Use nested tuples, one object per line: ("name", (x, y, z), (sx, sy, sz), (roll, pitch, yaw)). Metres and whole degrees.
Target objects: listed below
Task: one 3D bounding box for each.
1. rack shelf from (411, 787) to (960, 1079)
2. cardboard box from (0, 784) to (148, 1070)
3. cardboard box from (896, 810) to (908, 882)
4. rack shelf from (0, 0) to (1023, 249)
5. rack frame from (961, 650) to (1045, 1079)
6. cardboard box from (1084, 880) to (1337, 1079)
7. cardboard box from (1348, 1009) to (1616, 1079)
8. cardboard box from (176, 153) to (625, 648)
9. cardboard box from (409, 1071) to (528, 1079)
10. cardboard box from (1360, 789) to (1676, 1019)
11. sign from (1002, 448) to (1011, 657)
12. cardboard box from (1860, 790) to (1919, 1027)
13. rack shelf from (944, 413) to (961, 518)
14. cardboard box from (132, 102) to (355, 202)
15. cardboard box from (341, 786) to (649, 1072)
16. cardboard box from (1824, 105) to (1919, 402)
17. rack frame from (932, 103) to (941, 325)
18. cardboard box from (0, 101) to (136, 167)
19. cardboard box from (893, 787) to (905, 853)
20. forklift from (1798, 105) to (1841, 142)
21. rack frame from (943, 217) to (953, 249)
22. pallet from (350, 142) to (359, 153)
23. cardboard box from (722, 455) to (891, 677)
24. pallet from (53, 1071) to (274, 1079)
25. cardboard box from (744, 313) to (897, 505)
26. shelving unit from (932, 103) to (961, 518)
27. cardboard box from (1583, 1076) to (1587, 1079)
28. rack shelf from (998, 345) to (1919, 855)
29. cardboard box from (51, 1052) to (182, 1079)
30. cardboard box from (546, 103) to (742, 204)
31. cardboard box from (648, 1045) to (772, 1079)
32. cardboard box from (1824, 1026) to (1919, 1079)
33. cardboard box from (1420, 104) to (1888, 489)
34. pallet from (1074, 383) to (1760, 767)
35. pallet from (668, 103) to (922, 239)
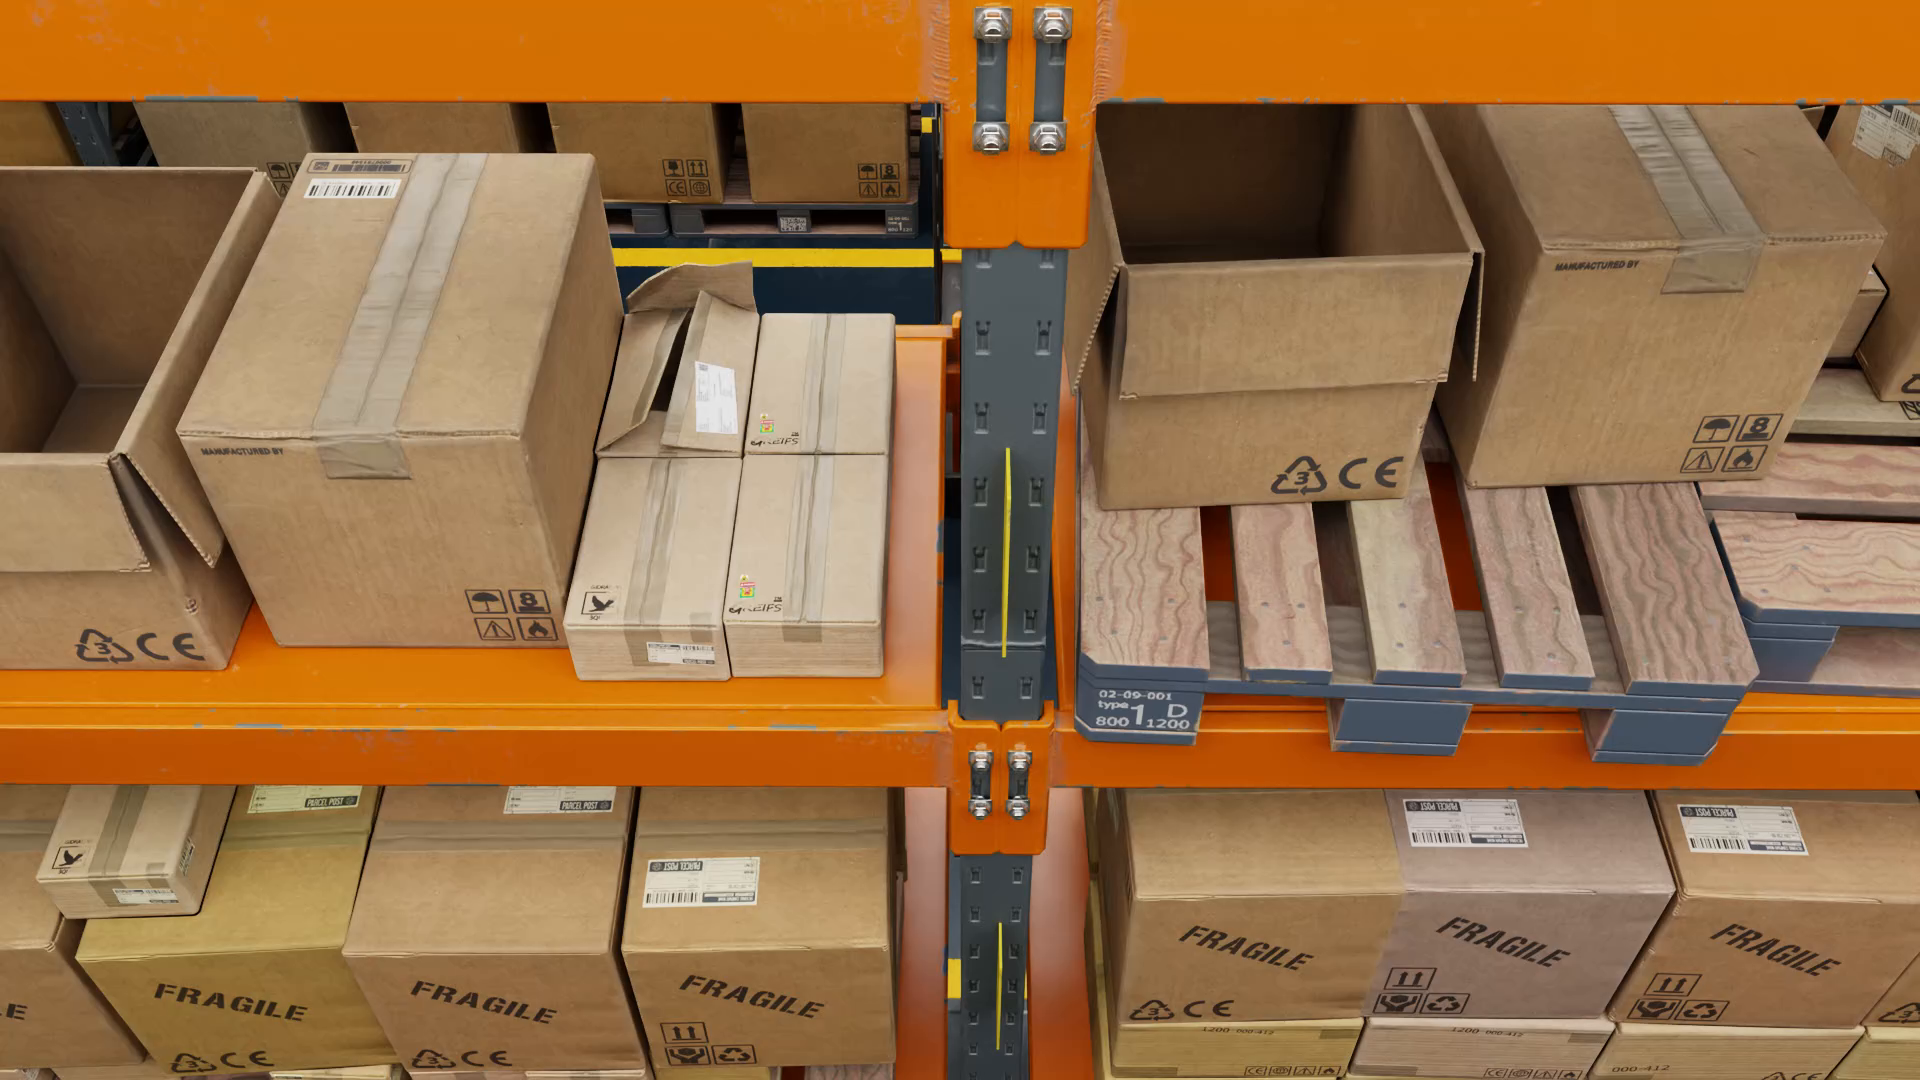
("rack shelf", (-1.933, 1.062, 4.204), (4.000, 0.370, 1.077), (0, 47, 0))
("cardboard box", (-1.956, 0.750, 3.445), (0.500, 0.500, 0.500), (-2, 47, -1))
("cardboard box", (-0.257, 0.628, 4.001), (0.250, 0.149, 0.380), (-2, 47, -2))
("rack shelf", (-1.933, -0.846, 2.154), (4.000, 0.370, 1.077), (0, 47, 0))
("rack frame", (0.067, 0.822, 3.936), (0.127, 3.000, 1.000), (0, 47, 0))
("cardboard box", (0.555, 1.059, 3.818), (0.500, 0.250, 0.500), (-1, 47, -1))
("cardboard box", (1.090, 0.887, 3.636), (0.500, 0.250, 0.500), (1, 47, 1))
("cardboard box", (-0.881, -0.244, 2.810), (0.500, 0.500, 0.700), (0, 47, 0))
("cardboard box", (-1.034, 1.014, 3.642), (0.250, 0.149, 0.380), (-2, 47, -2))
("cardboard box", (1.055, 0.622, 3.371), (0.500, 0.500, 0.500), (0, 47, 0))
("sign", (0.063, 0.021, 2.279), (0.005, 0.325, 0.100), (0, 47, 0))
("cardboard box", (2.077, 0.639, 3.355), (0.500, 0.500, 0.500), (1, 47, 1))
("rack shelf", (0.166, -0.229, 6.503), (0.480, 0.518, 0.431), (0, 47, 0))
("cardboard box", (-3.395, -2.253, 8.048), (0.750, 0.750, 1.050), (0, 47, 0))
("cardboard box", (-0.906, 0.752, 3.442), (0.500, 0.500, 0.500), (-1, 47, 0))
("cardboard box", (1.830, -0.585, 2.840), (0.500, 0.500, 0.500), (1, 47, 1))
("rack frame", (-0.078, -0.716, 5.982), (0.015, 2.100, 0.400), (0, 47, 0))
("cardboard box", (-4.644, -2.285, 7.992), (0.875, 0.875, 0.875), (1, 47, 1))
("cardboard box", (-0.382, 0.373, 3.795), (0.500, 0.500, 0.500), (-1, 47, -1))
("forklift", (3.146, -1.073, 5.746), (3.031, 2.935, 1.130), (-1, 47, -1))
("rack frame", (-0.016, -2.802, 7.308), (0.127, 3.000, 1.000), (0, 47, 0))
("pallet", (-3.244, -1.915, 8.389), (1.213, 0.211, 1.003), (0, 47, 0))
("cardboard box", (-0.249, 0.038, 2.787), (0.250, 0.149, 0.380), (0, 47, 0))
("pallet", (-1.913, 0.912, 3.983), (1.213, 0.211, 1.003), (0, 47, 0))
("cardboard box", (-0.247, -0.240, 3.046), (0.250, 0.149, 0.380), (0, 47, 0))
("shelving unit", (0.166, -0.715, 5.981), (0.503, 2.100, 0.431), (0, 47, 0))
("cardboard box", (1.594, 1.053, 3.823), (0.500, 0.250, 0.500), (2, 47, 1))
("rack shelf", (2.067, 0.051, 3.096), (4.000, 0.370, 1.077), (0, 47, 0))
("cardboard box", (-1.812, 0.990, 3.664), (0.250, 0.149, 0.380), (-1, 47, -1))
("cardboard box", (-1.499, -2.246, 8.041), (0.750, 0.750, 1.050), (1, 47, 1))
("cardboard box", (-0.530, 0.988, 3.666), (0.250, 0.149, 0.380), (1, 47, 1))
("cardboard box", (2.095, 0.909, 3.616), (0.500, 0.250, 0.500), (1, 47, 1))
("cardboard box", (1.058, -0.513, 2.774), (0.500, 0.500, 0.700), (-2, 47, -2))
("pallet", (0.711, -0.173, 2.941), (1.003, 0.211, 1.213), (2, 47, 2))
("pallet", (-0.804, -1.909, 8.382), (1.213, 0.211, 1.003), (0, 47, 0))
